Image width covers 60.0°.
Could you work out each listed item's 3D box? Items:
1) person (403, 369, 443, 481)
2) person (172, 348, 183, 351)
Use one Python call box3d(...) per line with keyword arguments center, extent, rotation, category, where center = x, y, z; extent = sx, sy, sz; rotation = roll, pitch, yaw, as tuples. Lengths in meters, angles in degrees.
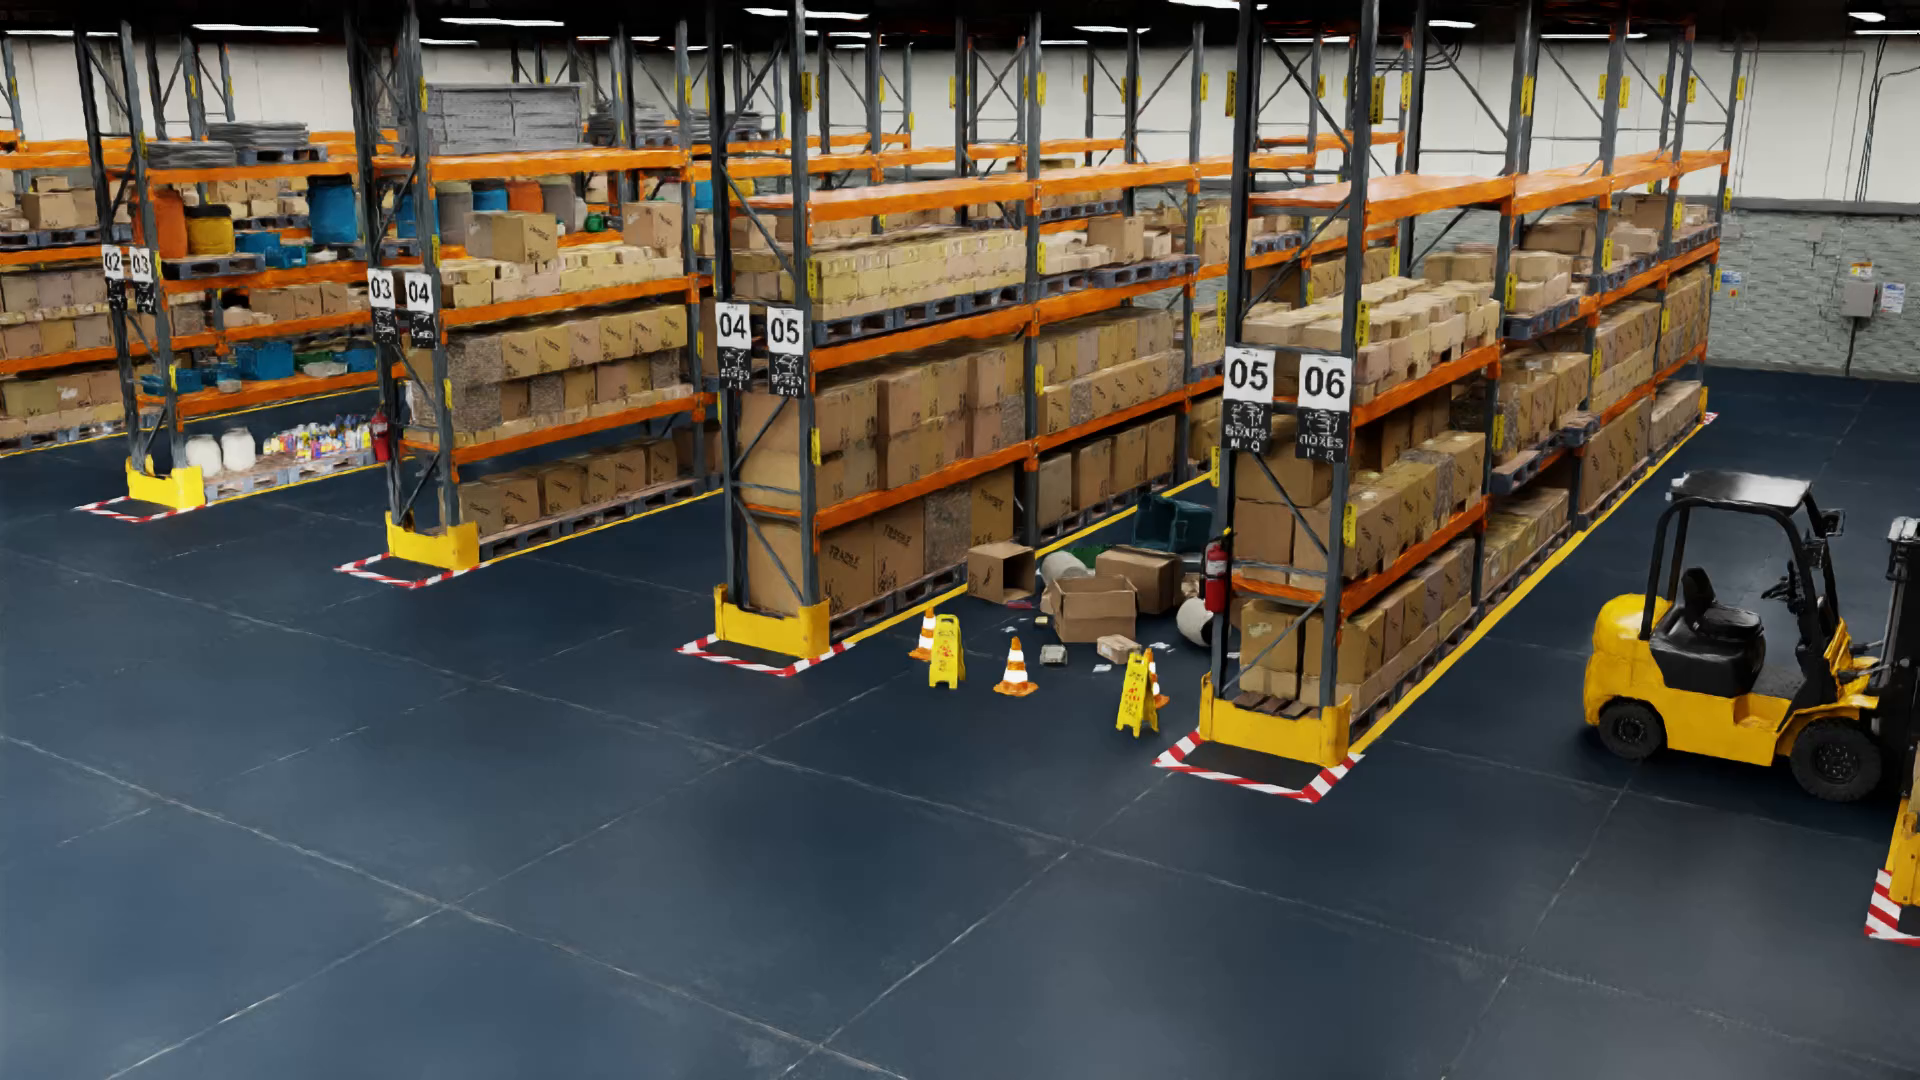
box3d(center=(-7.041, -1.579, 21.890), extent=(0.592, 1.629, 0.532), rotation=(9, 18, 30), category="person")
box3d(center=(-13.188, -3.216, 27.724), extent=(0.496, 1.587, 1.071), rotation=(11, 19, 34), category="person")
